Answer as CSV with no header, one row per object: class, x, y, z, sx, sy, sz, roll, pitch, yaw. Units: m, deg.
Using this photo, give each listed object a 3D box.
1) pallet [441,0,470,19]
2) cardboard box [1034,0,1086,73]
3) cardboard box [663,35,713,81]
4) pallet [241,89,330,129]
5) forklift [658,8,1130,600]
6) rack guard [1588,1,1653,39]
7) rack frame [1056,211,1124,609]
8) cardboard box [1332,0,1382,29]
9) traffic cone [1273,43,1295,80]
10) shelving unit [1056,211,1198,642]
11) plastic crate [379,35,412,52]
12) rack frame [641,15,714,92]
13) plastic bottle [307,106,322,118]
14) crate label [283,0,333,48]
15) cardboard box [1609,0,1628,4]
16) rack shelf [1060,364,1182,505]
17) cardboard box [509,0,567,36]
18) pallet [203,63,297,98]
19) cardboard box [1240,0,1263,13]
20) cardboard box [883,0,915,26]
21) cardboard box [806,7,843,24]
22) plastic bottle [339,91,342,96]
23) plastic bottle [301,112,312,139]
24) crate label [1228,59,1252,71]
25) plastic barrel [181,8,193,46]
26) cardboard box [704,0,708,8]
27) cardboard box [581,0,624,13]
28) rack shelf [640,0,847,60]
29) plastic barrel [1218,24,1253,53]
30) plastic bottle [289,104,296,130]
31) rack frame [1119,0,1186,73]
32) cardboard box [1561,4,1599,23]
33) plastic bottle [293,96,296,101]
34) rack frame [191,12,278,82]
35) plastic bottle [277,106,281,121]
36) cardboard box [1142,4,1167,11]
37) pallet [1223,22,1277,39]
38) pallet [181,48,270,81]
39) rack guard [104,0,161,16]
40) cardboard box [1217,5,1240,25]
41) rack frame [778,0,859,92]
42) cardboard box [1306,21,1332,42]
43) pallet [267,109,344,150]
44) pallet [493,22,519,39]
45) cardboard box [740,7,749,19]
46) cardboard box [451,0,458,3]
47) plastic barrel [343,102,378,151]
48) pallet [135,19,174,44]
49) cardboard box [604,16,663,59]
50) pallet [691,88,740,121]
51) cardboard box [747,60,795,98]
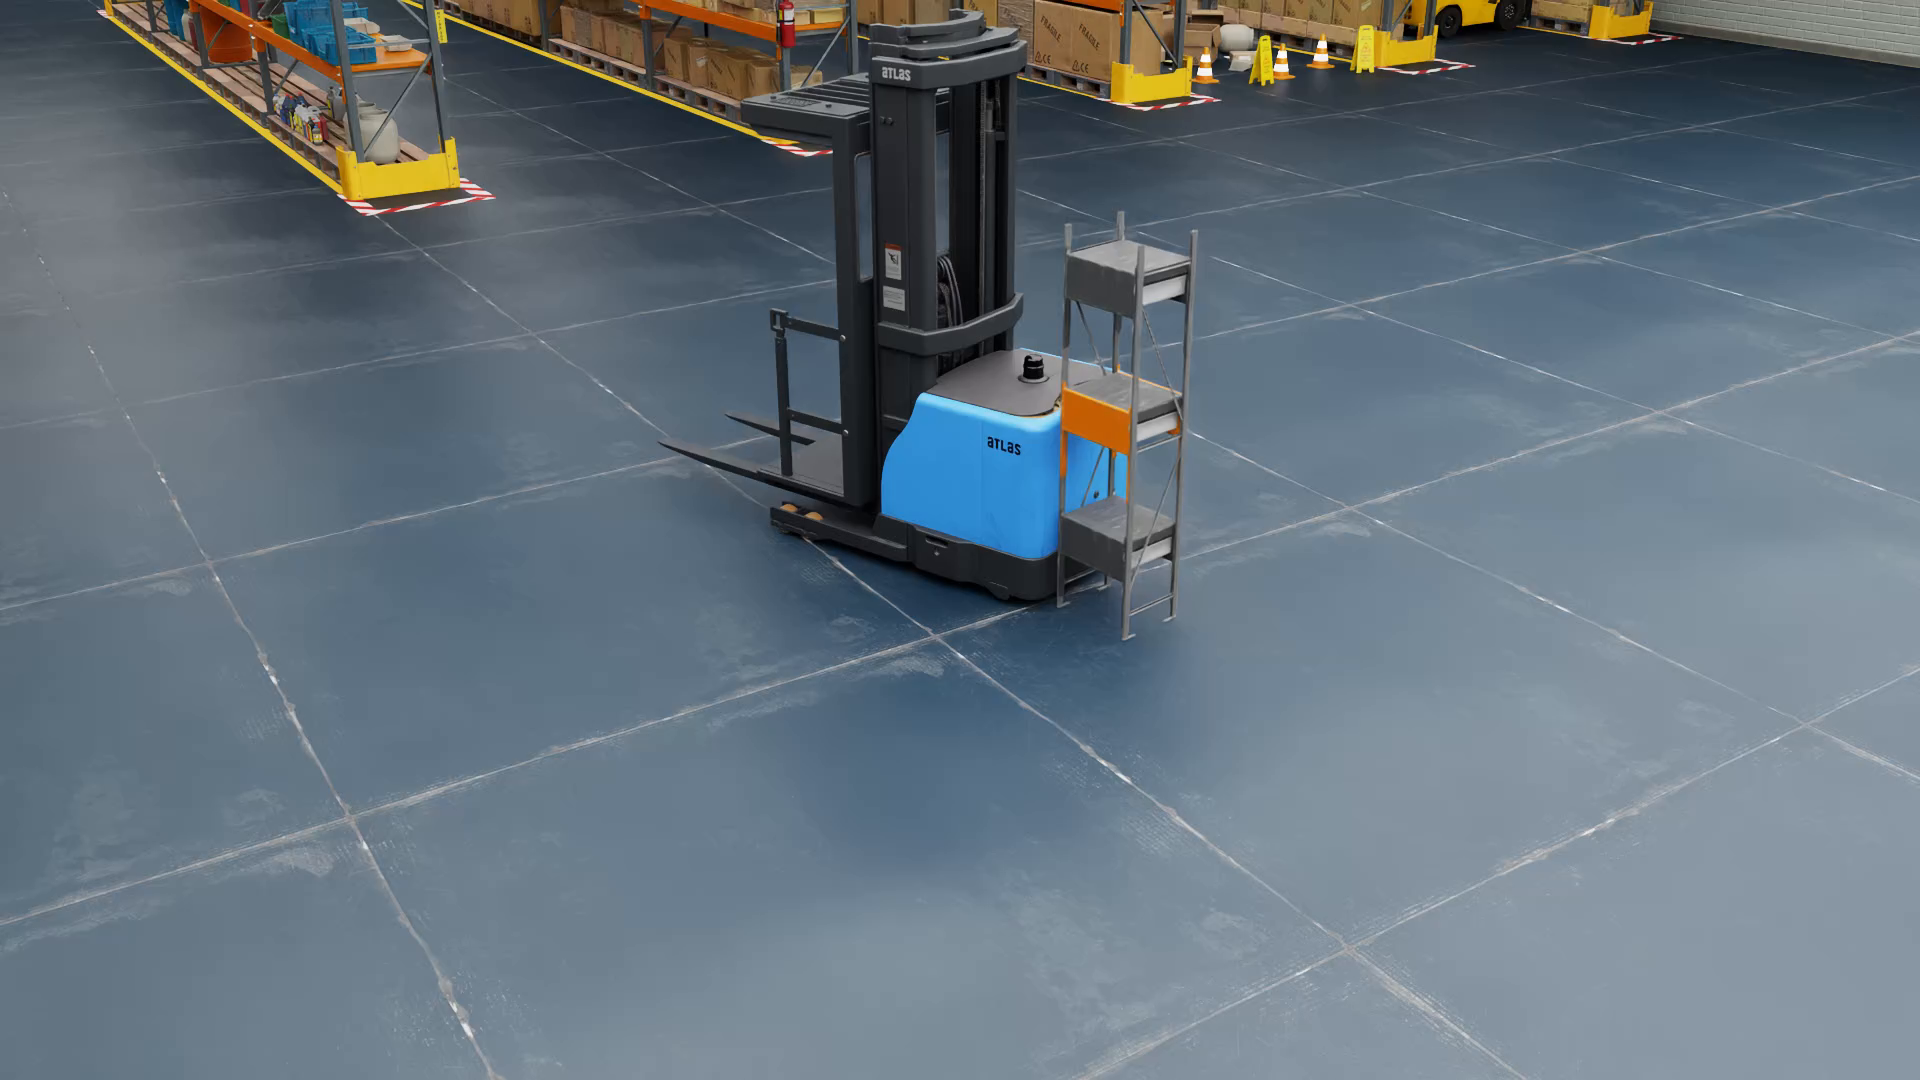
pallet,-8.561,-9.509,29.646,1.003,0.211,1.213,-16,29,-30
cardboard box,1.643,-7.078,23.226,0.875,0.875,0.875,-16,30,-30
cardboard box,-3.659,-6.526,22.495,0.500,0.500,0.500,-17,30,-31
pallet,-8.455,-5.475,21.100,1.003,0.211,1.213,-16,29,-30
forklift,-0.503,-1.483,9.458,3.031,2.935,1.130,17,30,32
rack guard,10.812,-8.516,27.204,1.175,0.500,0.348,-16,29,-30
rack frame,0.670,-0.636,8.634,0.400,2.100,0.015,-21,32,-36
cardboard box,5.987,-8.009,25.051,0.500,0.500,0.500,-15,29,-29
traffic cone,4.582,-6.823,23.661,0.336,0.463,0.334,-16,29,-30
shelving unit,0.830,-0.557,8.467,0.431,2.100,0.503,-21,32,-36
plastic crate,-6.029,-5.309,17.792,0.298,0.136,0.250,-16,29,-30
rack frame,-3.844,-7.618,22.374,1.000,3.000,0.127,-16,29,-30
plastic bottle,-7.456,-4.870,19.227,0.152,0.276,0.135,-16,29,-30
crate label,-7.042,-5.645,18.152,0.502,0.435,0.616,-16,29,-30
cardboard box,10.717,-9.044,27.538,0.500,0.250,0.500,-15,29,-29
rack shelf,0.830,-0.545,8.473,0.431,0.518,0.480,-21,32,-36
cardboard box,-6.387,-8.530,26.302,1.225,0.875,0.875,-17,30,-32
pallet,-9.787,-6.348,22.949,1.003,0.211,1.213,-16,29,-30
cardboard box,4.857,-8.751,26.624,0.500,0.500,0.500,-14,29,-28
cardboard box,-0.571,-8.458,26.296,1.050,0.750,0.750,-16,29,-30
cardboard box,-1.616,-6.232,19.731,0.380,0.149,0.250,-16,29,-30
plastic bottle,-7.401,-5.302,20.055,0.144,0.351,0.185,-16,30,-31
plastic bottle,-7.371,-4.702,18.871,0.152,0.276,0.135,-16,30,-31
crate label,4.101,-6.942,24.295,0.298,0.136,0.250,12,28,24
plastic barrel,-11.459,-7.716,25.003,0.421,0.512,0.421,0,25,0
cardboard box,-2.974,-6.746,20.820,0.380,0.149,0.250,-16,29,-30
cardboard box,-5.339,-8.037,24.795,0.500,0.250,0.500,-12,28,-24
rack shelf,-2.752,-6.578,21.013,1.077,0.370,4.000,-16,29,-30
plastic barrel,4.246,-7.718,25.603,0.512,0.421,0.421,3,25,6
plastic bottle,-7.743,-4.913,19.310,0.061,0.283,0.133,-14,29,-27
rack frame,2.550,-7.307,21.716,1.000,3.000,0.127,-16,29,-30
cardboard box,10.278,-8.696,27.386,0.500,0.250,0.500,-15,29,-29
plastic bottle,-7.899,-5.134,19.779,0.061,0.283,0.133,-16,29,-30
rack frame,-10.178,-7.895,22.960,1.000,3.000,0.127,-16,29,-30
plastic bottle,-8.076,-5.109,19.821,0.097,0.201,0.097,0,25,0
cardboard box,2.984,-8.714,26.737,0.500,0.500,0.500,-16,29,-30
pallet,4.855,-8.435,27.370,1.003,0.211,1.213,-16,29,-30
pallet,-10.643,-6.906,24.132,1.003,0.211,1.213,-16,29,-30
rack guard,-14.569,-9.631,29.567,1.175,0.500,0.348,-16,29,-30
cardboard box,4.555,-8.600,27.184,0.500,0.250,0.500,-17,30,-32
rack frame,-1.661,-6.188,19.344,1.000,3.000,0.127,-16,29,-30
cardboard box,5.700,-7.857,25.609,0.500,0.250,0.500,-15,29,-29
pallet,-7.662,-4.953,19.995,1.003,0.211,1.213,-16,29,-30
pallet,-7.057,-8.524,27.558,1.003,0.211,1.213,-16,29,-30
cardboard box,-2.428,-6.388,20.062,0.380,0.149,0.250,-16,29,-30
cardboard box,-8.505,-9.964,29.339,0.875,0.875,0.875,-16,29,-30
plastic barrel,-6.507,-4.495,18.181,0.421,0.512,0.421,0,25,0
pallet,-12.795,-8.319,27.124,1.003,0.211,1.213,-16,29,-30
cardboard box,-4.712,-7.287,24.084,0.700,0.500,0.500,-18,31,-34
pallet,-2.778,-5.689,21.553,1.003,0.211,1.213,-16,29,-30
cardboard box,-2.343,-5.680,20.705,0.500,0.500,0.500,-8,26,-16
